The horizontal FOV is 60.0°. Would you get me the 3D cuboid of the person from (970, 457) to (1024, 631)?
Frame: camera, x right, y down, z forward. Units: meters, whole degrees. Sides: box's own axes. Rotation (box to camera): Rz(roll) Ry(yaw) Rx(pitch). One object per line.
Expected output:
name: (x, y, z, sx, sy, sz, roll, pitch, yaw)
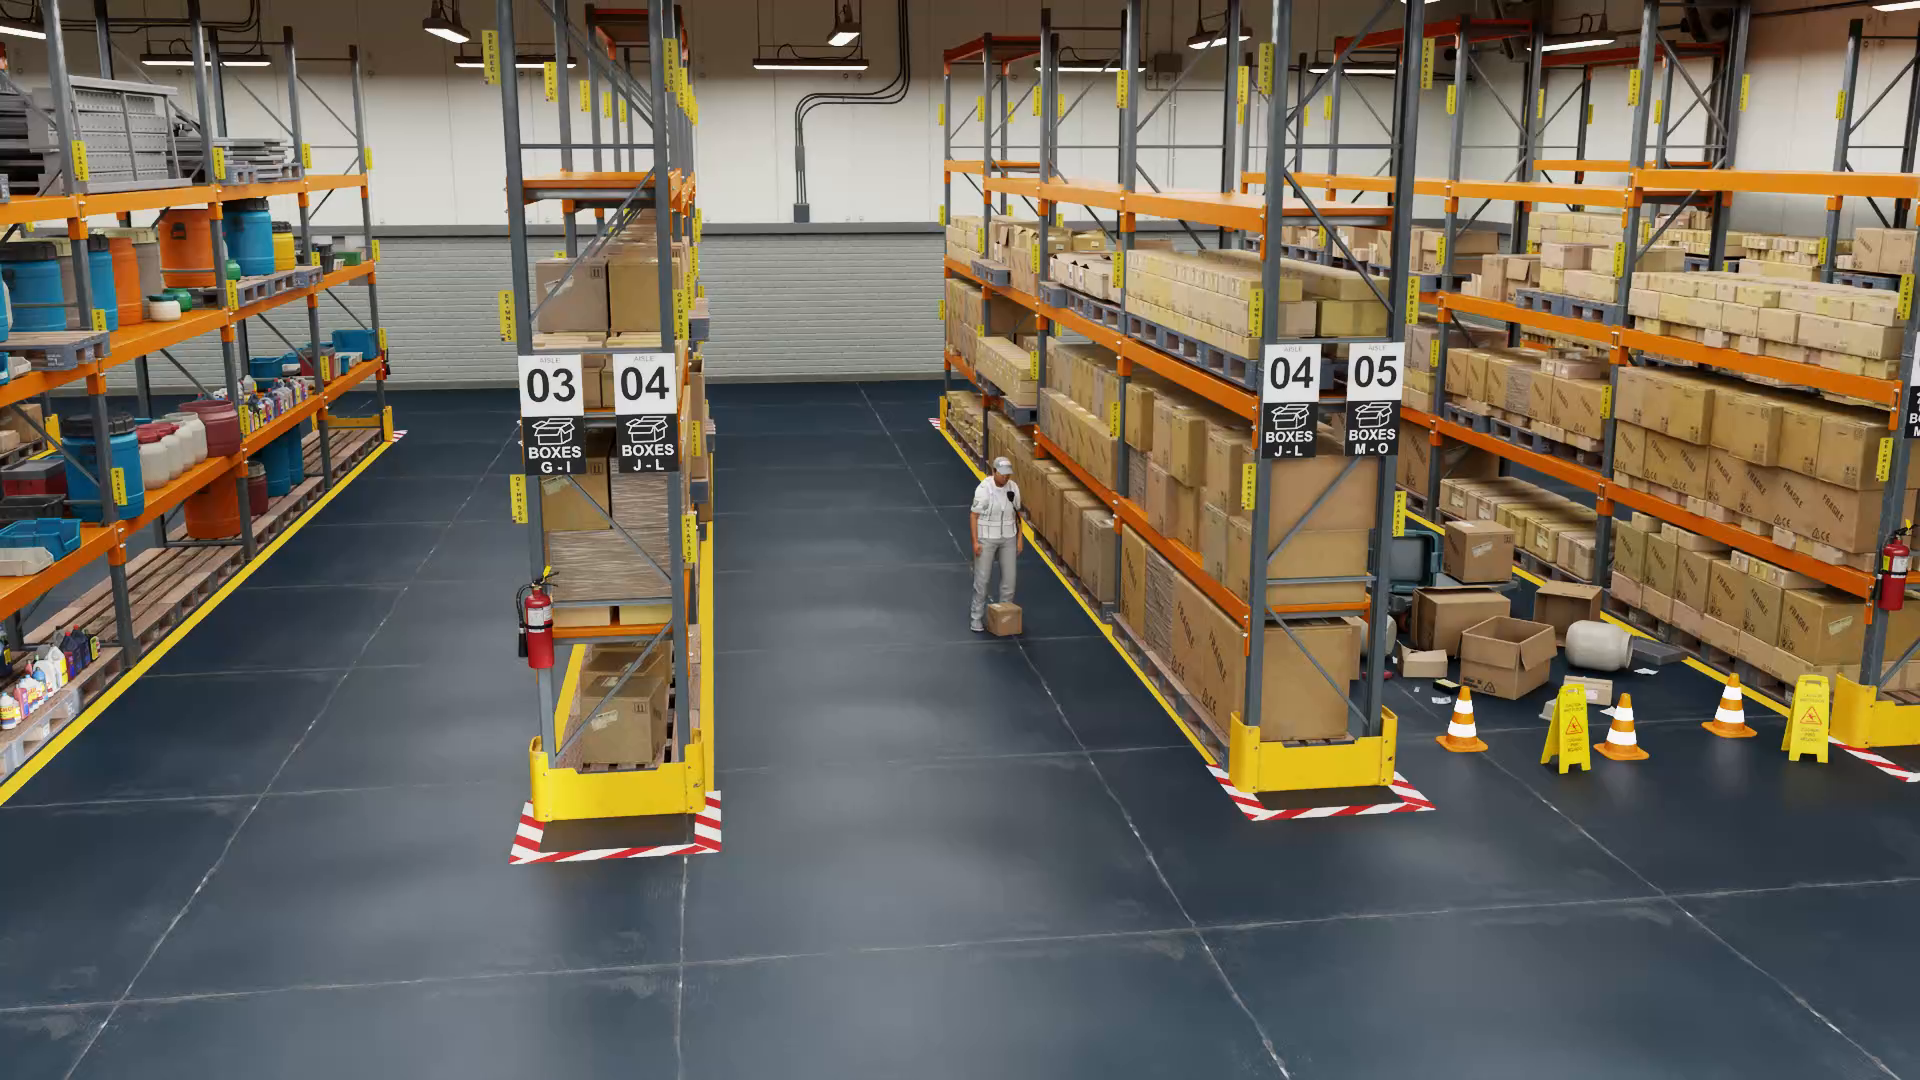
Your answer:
person: (0.345, 0.018, 15.896, 0.561, 1.667, 0.466, -5, 14, -21)
